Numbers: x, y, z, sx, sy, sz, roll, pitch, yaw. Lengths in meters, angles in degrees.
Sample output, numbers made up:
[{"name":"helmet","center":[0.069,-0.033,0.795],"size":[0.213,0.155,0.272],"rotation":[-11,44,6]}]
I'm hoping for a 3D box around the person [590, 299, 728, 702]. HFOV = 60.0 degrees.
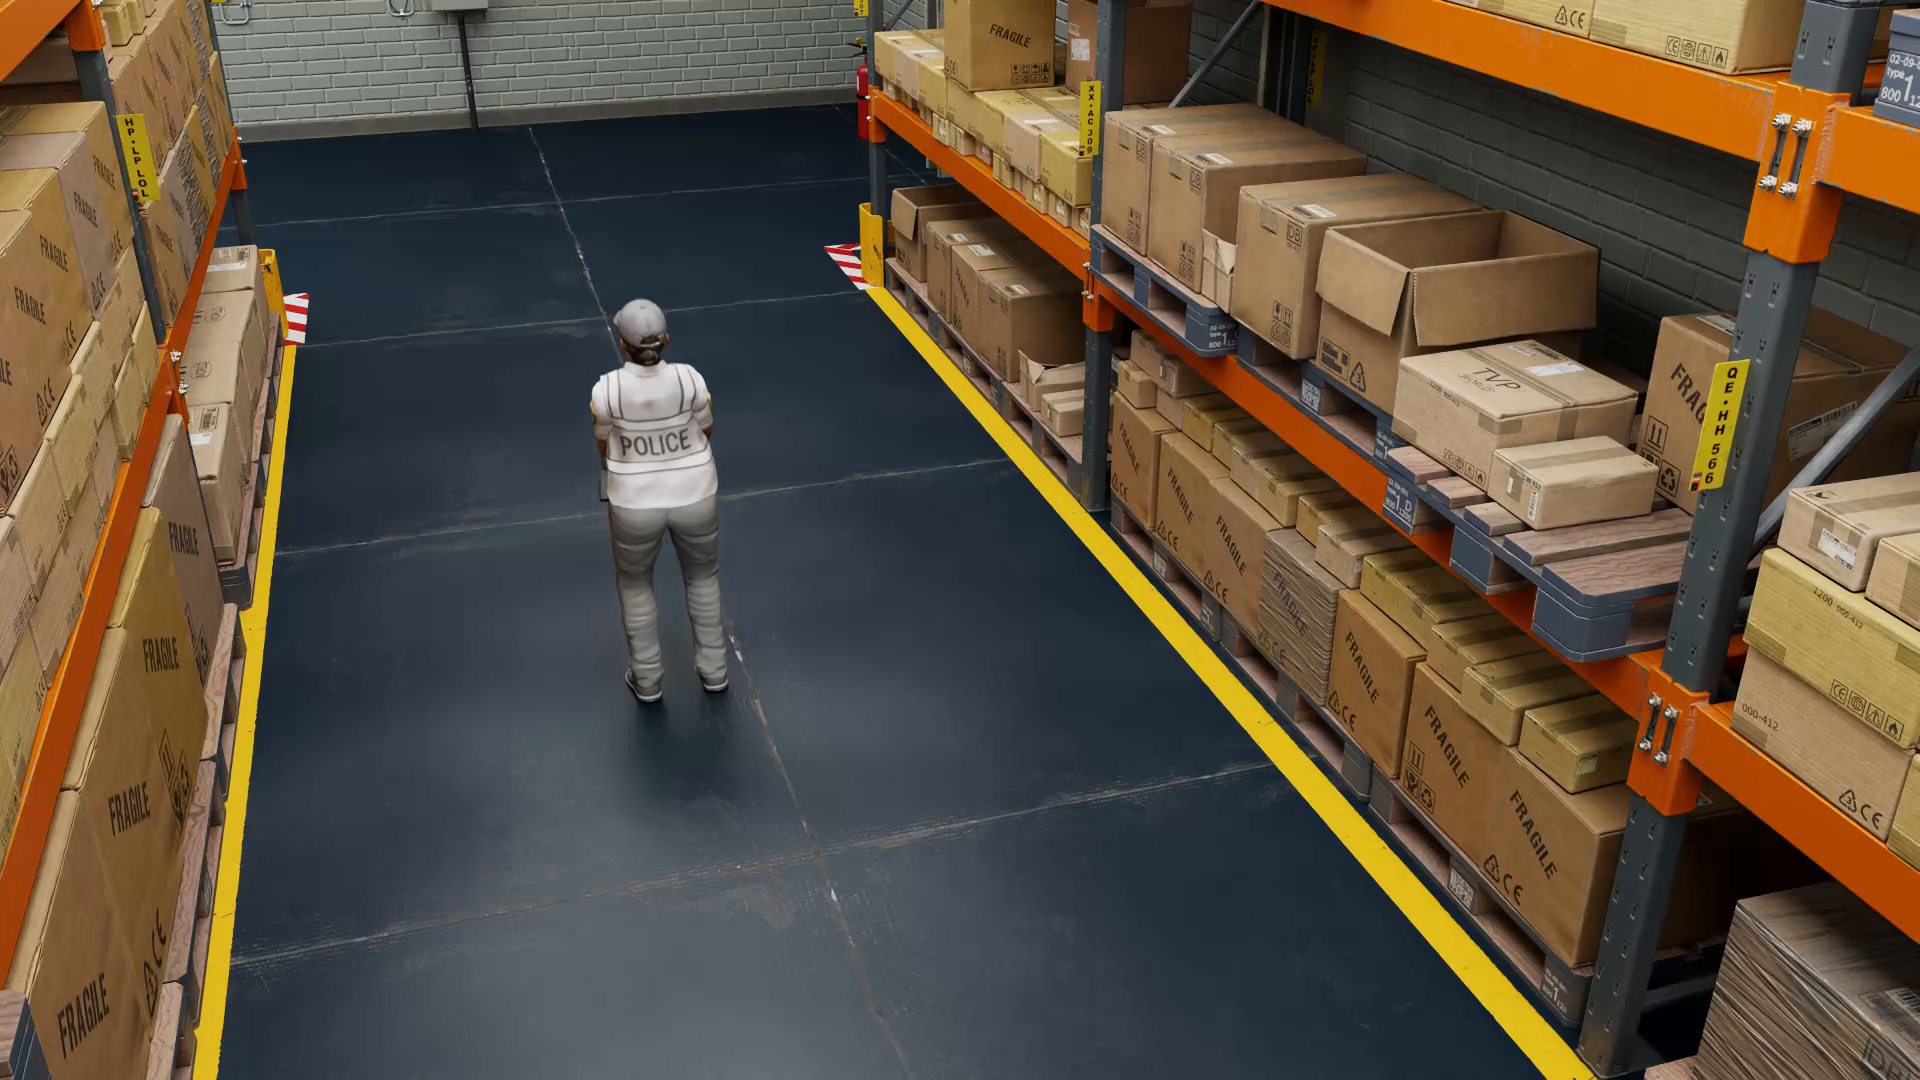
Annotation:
[{"name":"person","center":[-1.176,-0.175,6.476],"size":[0.454,1.655,0.535],"rotation":[-8,28,-15]}]
